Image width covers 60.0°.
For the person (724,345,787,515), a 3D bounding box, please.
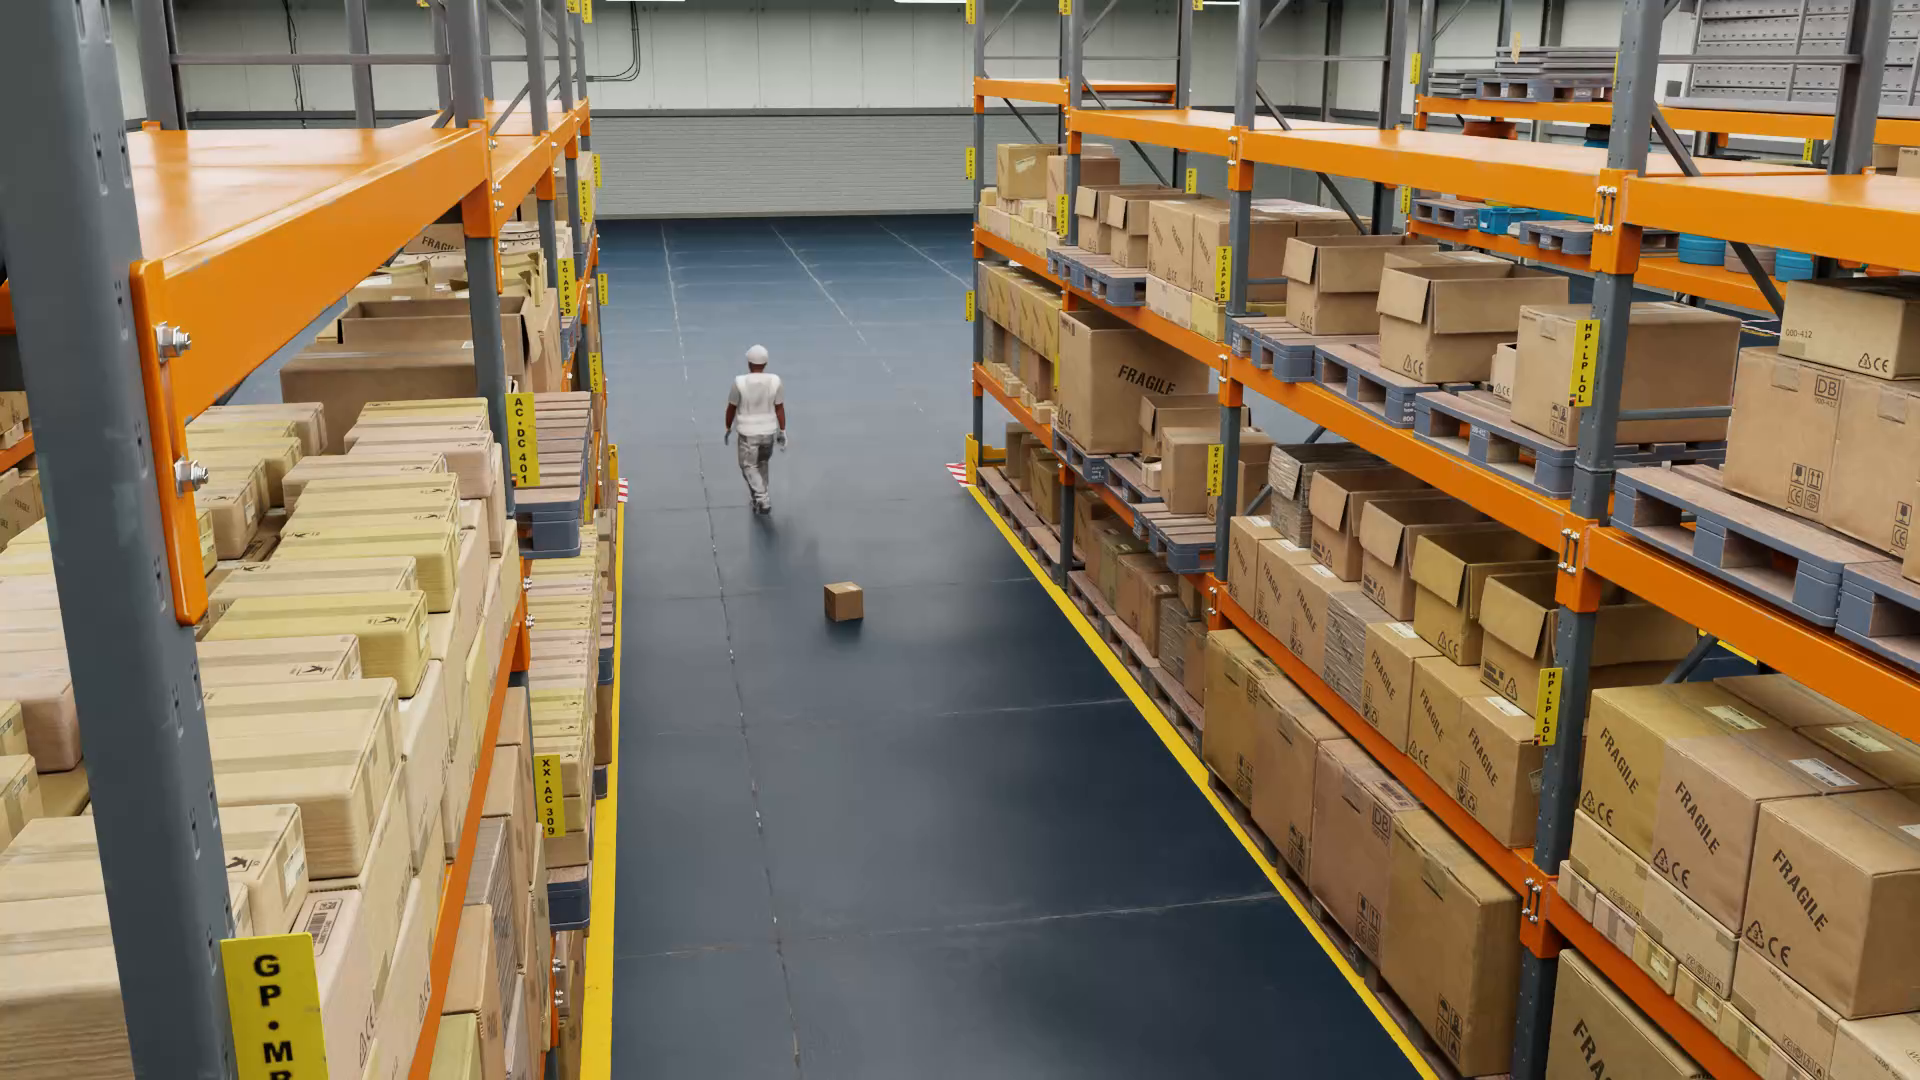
[{"bbox_3d":[-2.062,-1.092,16.756,0.587,1.754,0.972,-7,18,-24],"label":"person"}]
